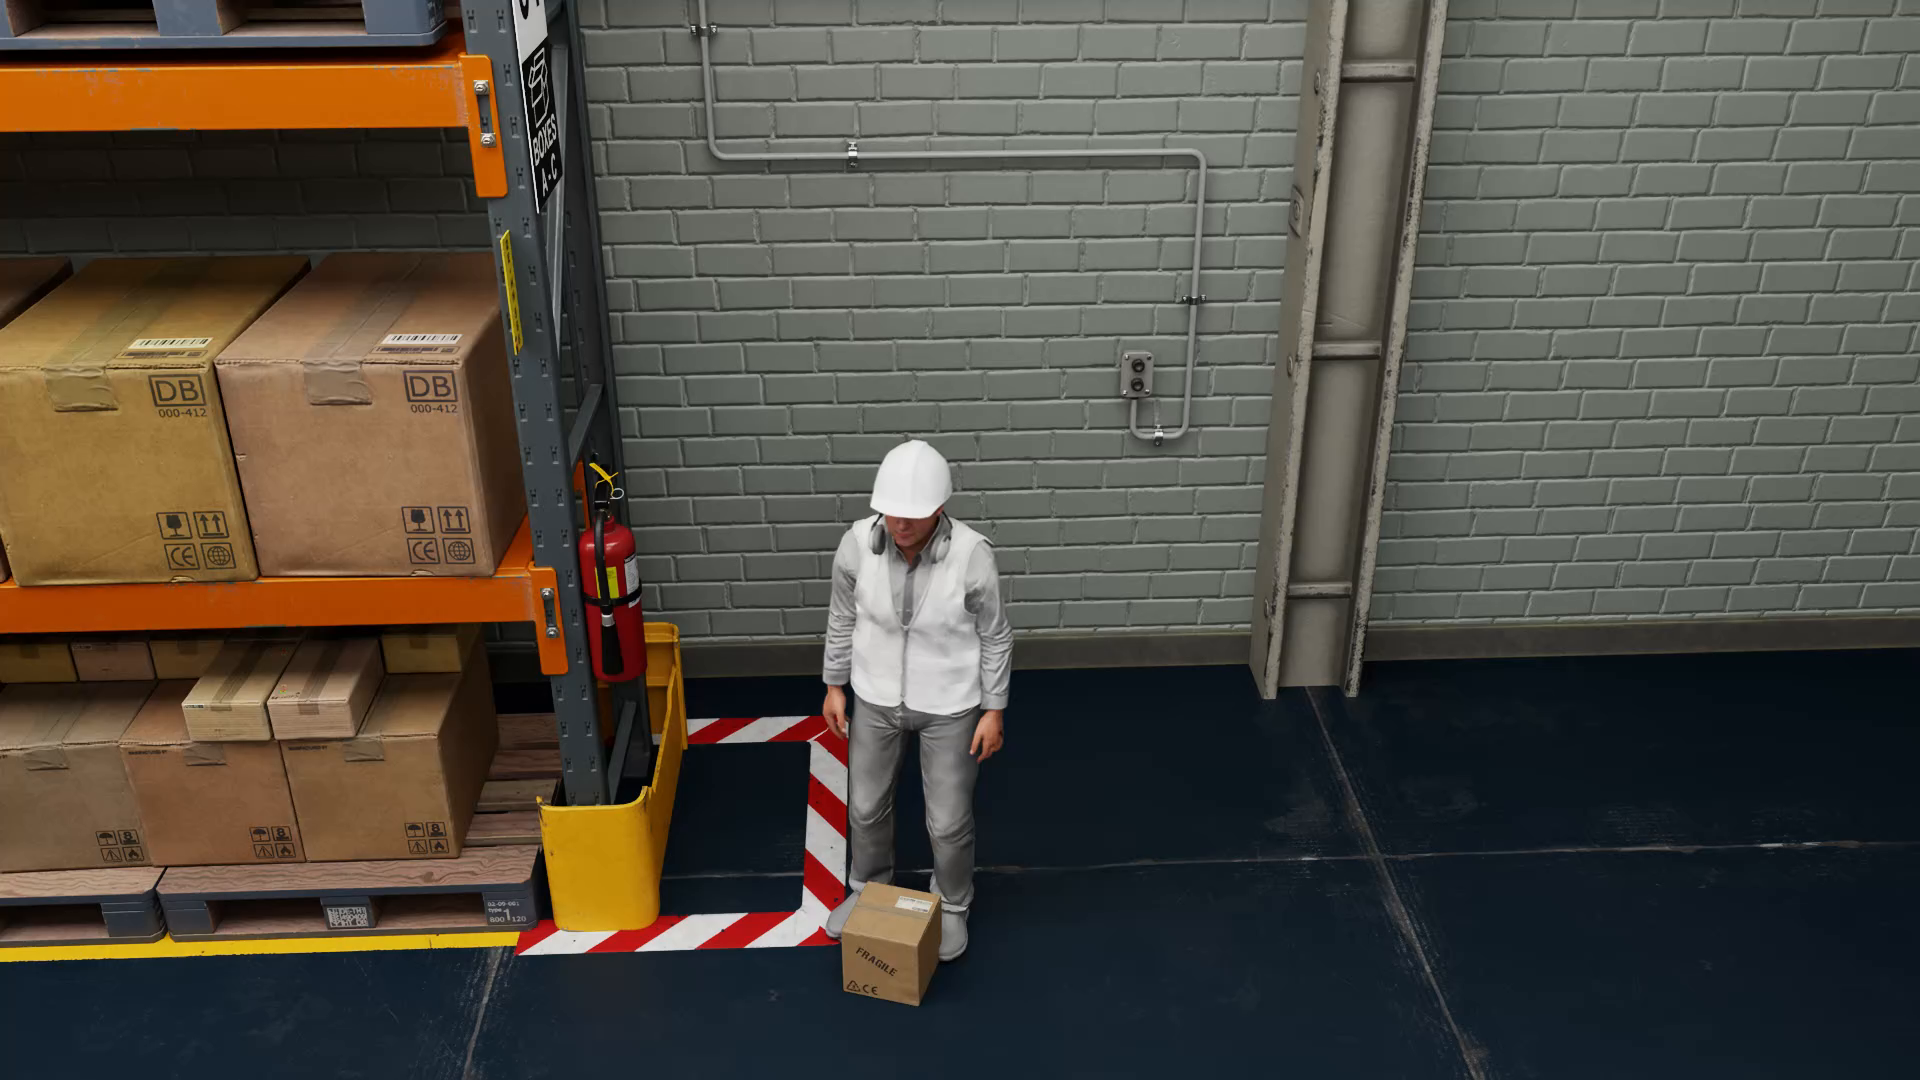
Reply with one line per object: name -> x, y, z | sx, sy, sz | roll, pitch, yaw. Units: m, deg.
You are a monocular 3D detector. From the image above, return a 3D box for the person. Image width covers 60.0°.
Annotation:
person -> -0.134, 0.491, 5.142 | 0.589, 1.772, 0.461 | 7, 28, 14
